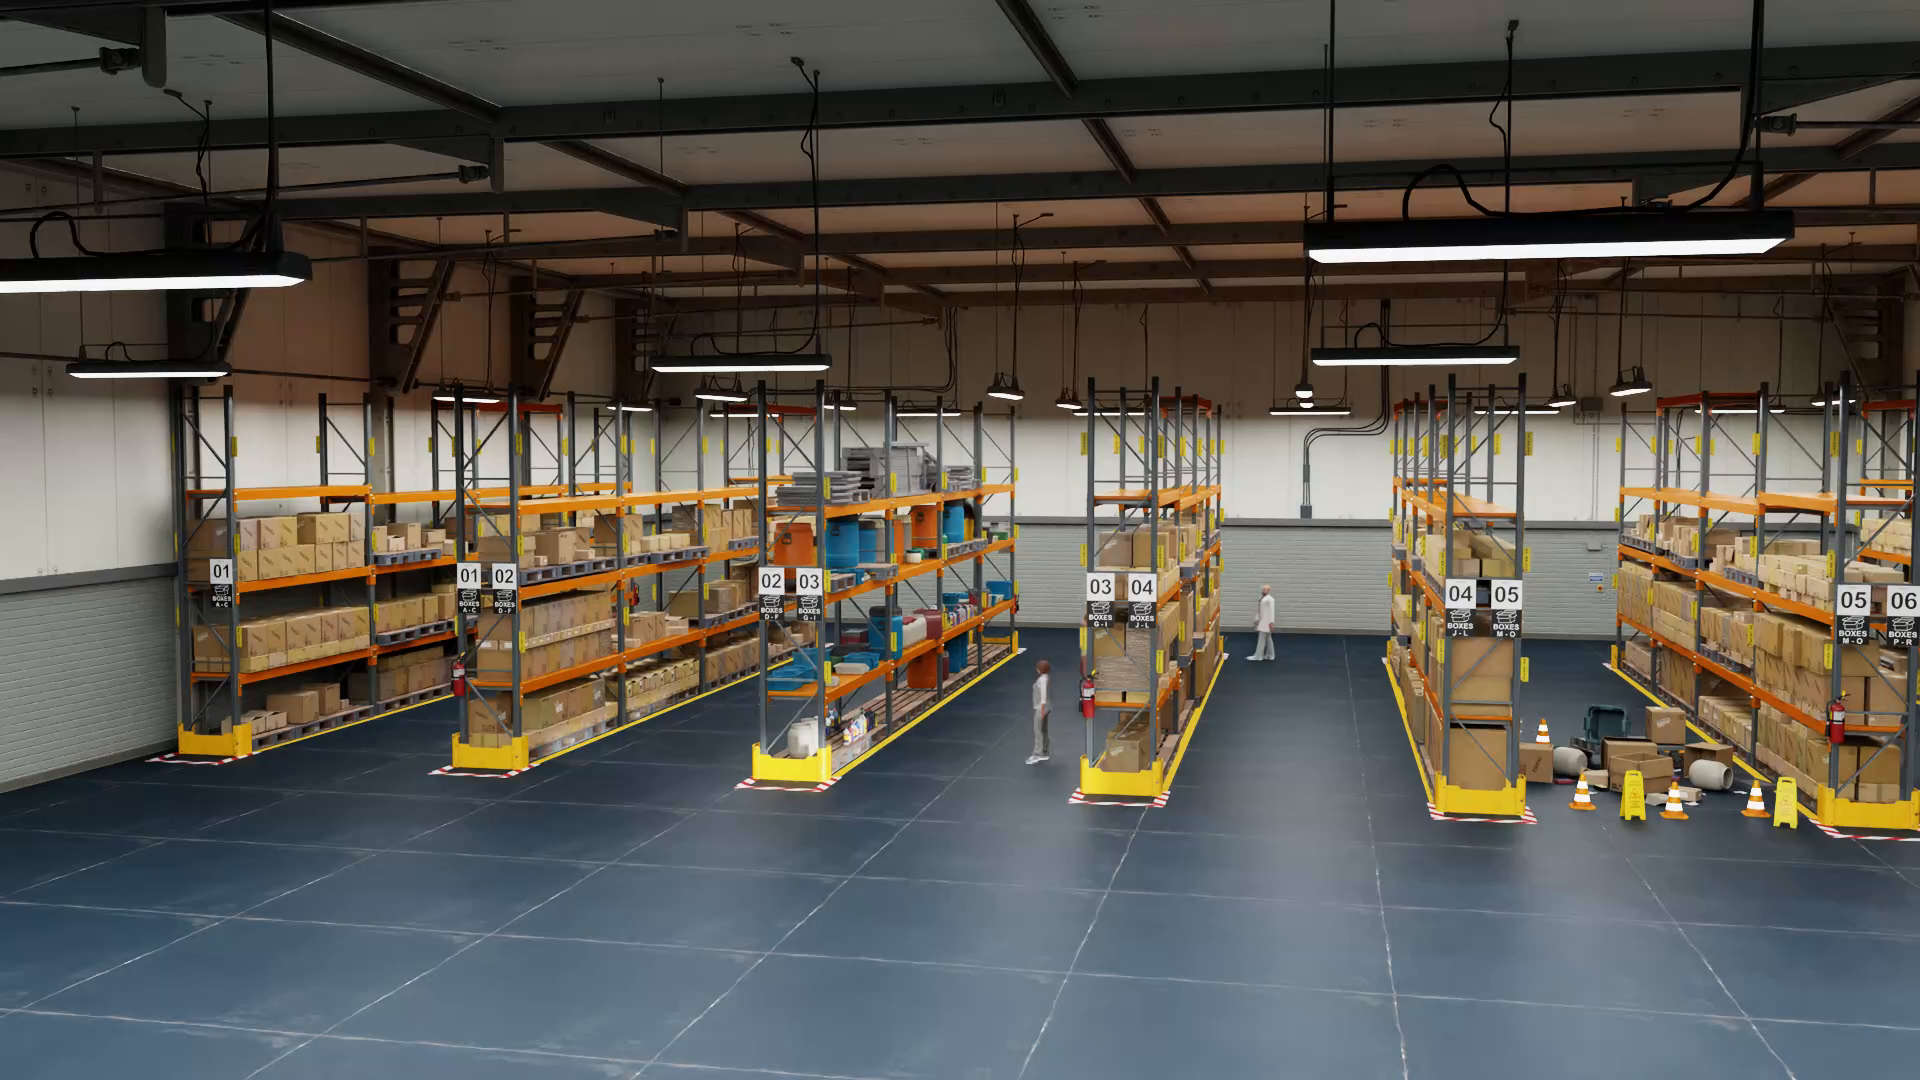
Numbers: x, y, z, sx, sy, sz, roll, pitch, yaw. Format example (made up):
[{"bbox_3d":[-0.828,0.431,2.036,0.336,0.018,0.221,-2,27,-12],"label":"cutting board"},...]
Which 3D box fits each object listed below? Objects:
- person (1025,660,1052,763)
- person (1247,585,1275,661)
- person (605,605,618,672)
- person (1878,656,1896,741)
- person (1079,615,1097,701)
[{"bbox_3d":[1.268,2.722,26.464,0.377,1.615,0.532,1,3,14],"label":"person"},{"bbox_3d":[7.058,1.928,39.038,0.687,1.767,0.591,0,3,1],"label":"person"},{"bbox_3d":[-7.062,2.213,34.200,0.591,1.764,0.582,2,4,36],"label":"person"},{"bbox_3d":[14.611,2.685,26.336,0.557,1.709,0.732,1,3,10],"label":"person"},{"bbox_3d":[2.506,2.290,32.522,0.386,1.685,0.538,1,3,9],"label":"person"}]
